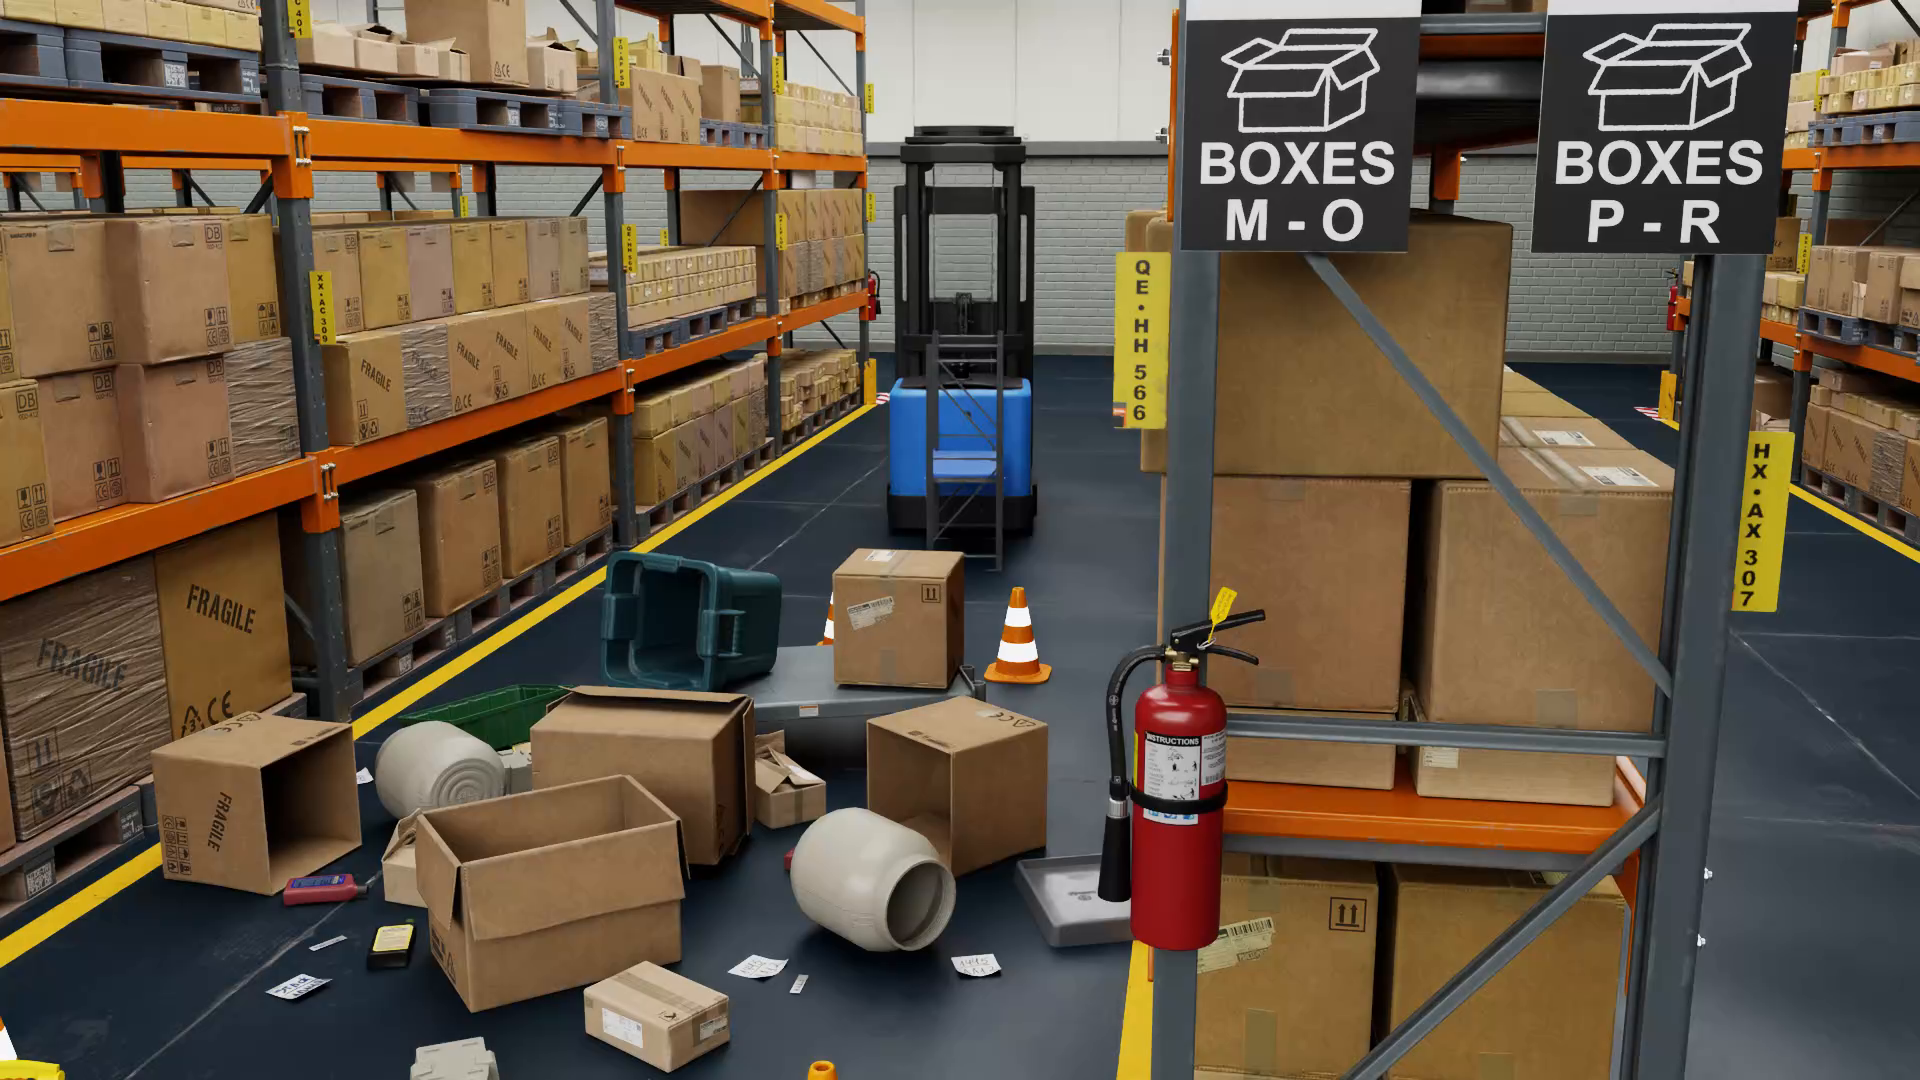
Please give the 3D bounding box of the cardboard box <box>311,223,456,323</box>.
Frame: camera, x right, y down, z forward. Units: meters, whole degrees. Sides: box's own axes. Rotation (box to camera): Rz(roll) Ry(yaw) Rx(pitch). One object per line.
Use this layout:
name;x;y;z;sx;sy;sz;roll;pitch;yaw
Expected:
cardboard box;-3.184;-1.451;8.997;0.700;0.500;0.500;2;12;9

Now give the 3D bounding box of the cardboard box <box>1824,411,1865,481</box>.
cardboard box;7.264;-0.743;13.256;0.500;0.500;0.500;2;12;8

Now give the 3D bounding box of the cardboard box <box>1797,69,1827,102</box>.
cardboard box;7.472;-3.859;14.125;0.500;0.250;0.500;2;12;9

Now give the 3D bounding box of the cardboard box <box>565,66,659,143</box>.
cardboard box;-2.444;-3.056;11.696;0.500;0.500;0.500;2;12;9

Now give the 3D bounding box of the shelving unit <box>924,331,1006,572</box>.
shelving unit;0.043;-0.632;11.368;0.538;1.500;1.048;0;12;1

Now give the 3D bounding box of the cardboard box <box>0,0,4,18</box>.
cardboard box;-3.384;-1.792;5.429;0.380;0.149;0.250;2;12;8

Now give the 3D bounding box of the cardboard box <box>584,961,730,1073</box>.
cardboard box;-0.913;1.430;5.007;0.380;0.149;0.250;10;15;38

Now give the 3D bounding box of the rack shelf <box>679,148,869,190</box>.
rack shelf;-1.872;-3.794;17.067;1.077;0.370;4.000;2;12;9

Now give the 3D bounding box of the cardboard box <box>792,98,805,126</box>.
cardboard box;-1.787;-4.097;15.932;0.500;0.250;0.500;2;12;8

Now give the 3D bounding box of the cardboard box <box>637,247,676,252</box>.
cardboard box;-2.731;-2.511;14.713;0.380;0.149;0.250;2;12;10

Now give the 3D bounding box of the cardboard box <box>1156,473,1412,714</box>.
cardboard box;0.693;0.058;3.661;0.500;0.500;0.500;2;12;8

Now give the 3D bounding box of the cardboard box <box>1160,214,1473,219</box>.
cardboard box;0.830;-0.527;4.004;0.700;0.500;0.500;2;12;9

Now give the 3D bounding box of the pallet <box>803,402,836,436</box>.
pallet;-1.926;-1.296;17.505;1.003;0.211;1.213;2;12;9

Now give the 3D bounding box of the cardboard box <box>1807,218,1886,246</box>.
cardboard box;8.125;-2.704;15.290;0.500;0.500;0.500;2;12;7

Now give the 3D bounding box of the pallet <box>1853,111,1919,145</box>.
pallet;7.307;-2.989;12.068;1.213;0.211;1.003;2;12;9

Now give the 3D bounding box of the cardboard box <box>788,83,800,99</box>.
cardboard box;-1.753;-4.310;15.978;0.380;0.149;0.250;2;12;7

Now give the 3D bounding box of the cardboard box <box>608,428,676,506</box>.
cardboard box;-2.434;-0.553;12.375;0.500;0.500;0.500;1;12;6

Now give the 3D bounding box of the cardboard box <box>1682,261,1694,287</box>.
cardboard box;7.912;-2.783;17.436;0.500;0.250;0.500;2;12;9

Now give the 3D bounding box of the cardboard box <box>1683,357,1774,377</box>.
cardboard box;8.060;-1.657;17.492;0.797;0.503;0.637;1;12;6

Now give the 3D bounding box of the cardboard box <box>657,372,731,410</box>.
cardboard box;-2.203;-1.233;13.750;0.500;0.250;0.500;1;12;6

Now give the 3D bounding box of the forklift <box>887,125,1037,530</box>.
forklift;0.040;-1.762;13.212;1.130;2.935;3.031;0;12;1

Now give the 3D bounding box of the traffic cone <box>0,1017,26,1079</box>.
traffic cone;-2.540;1.410;4.351;0.336;0.463;0.334;2;12;9

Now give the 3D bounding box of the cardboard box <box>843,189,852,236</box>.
cardboard box;-1.467;-3.570;18.123;0.500;0.500;0.500;1;12;7

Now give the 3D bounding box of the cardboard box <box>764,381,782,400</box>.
cardboard box;-1.922;-1.431;15.870;0.380;0.149;0.250;2;12;11

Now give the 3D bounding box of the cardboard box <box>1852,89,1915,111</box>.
cardboard box;7.054;-3.354;12.677;0.380;0.149;0.250;2;12;9

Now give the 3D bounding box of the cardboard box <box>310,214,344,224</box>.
cardboard box;-6.655;-3.077;17.022;0.500;0.500;0.500;2;12;9

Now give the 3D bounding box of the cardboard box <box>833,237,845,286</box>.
cardboard box;-1.532;-2.975;17.736;0.500;0.500;0.500;2;12;9

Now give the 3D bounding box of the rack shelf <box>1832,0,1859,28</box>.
rack shelf;7.325;-3.933;11.540;1.077;0.370;4.000;2;12;9

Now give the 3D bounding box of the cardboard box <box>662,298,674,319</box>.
cardboard box;-2.404;-1.768;12.676;0.380;0.149;0.250;2;12;11

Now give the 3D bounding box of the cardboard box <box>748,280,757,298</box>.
cardboard box;-2.045;-2.257;14.944;0.380;0.149;0.250;2;12;7

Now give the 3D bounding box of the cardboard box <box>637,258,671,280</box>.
cardboard box;-2.410;-2.056;12.600;0.380;0.149;0.250;1;12;6

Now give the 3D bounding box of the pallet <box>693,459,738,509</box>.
pallet;-2.483;-0.483;13.735;1.003;0.211;1.213;2;12;9

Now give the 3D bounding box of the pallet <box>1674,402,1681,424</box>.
pallet;8.114;-1.251;17.300;1.003;0.211;1.213;2;12;9

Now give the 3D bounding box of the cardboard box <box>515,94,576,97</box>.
cardboard box;-2.669;-2.905;10.554;0.380;0.166;0.250;2;12;9

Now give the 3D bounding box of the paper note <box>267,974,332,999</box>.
paper note;-2.112;1.424;5.316;0.144;0.017;0.142;7;14;28

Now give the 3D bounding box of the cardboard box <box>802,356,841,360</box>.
cardboard box;-1.507;-1.920;18.139;0.380;0.149;0.250;1;12;6

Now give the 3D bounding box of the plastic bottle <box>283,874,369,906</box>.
plastic bottle;-2.280;1.260;6.004;0.283;0.061;0.133;-2;12;-11

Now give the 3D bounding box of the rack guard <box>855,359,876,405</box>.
rack guard;-1.576;-1.858;19.429;1.175;0.500;0.348;2;12;9

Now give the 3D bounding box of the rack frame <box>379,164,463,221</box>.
rack frame;-6.449;-3.278;20.082;1.000;3.000;0.127;2;12;9

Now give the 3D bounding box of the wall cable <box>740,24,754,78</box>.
wall cable;-2.174;-8.848;24.055;2.277;5.999;0.120;2;12;9

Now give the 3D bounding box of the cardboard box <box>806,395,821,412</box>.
cardboard box;-1.646;-1.412;17.194;0.380;0.149;0.250;2;12;7

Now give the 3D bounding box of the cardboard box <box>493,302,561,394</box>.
cardboard box;-2.753;-1.169;10.061;0.500;0.500;0.500;2;12;8

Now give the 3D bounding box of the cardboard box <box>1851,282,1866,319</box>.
cardboard box;7.040;-1.827;12.671;0.396;0.266;0.258;2;12;11

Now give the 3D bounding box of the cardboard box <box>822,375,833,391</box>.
cardboard box;-1.566;-1.665;17.662;0.380;0.149;0.250;3;12;11

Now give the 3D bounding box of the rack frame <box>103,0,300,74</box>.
rack frame;-3.410;-3.531;7.015;1.000;3.000;0.127;2;12;9

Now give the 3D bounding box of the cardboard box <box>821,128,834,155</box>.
cardboard box;-1.596;-4.065;16.972;0.500;0.250;0.500;2;12;11

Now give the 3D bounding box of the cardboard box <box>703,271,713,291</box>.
cardboard box;-2.244;-2.127;13.638;0.380;0.149;0.250;2;12;9

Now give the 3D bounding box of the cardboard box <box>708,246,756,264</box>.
cardboard box;-2.048;-2.547;14.877;0.380;0.149;0.250;2;12;11

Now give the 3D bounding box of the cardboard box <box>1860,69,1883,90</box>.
cardboard box;7.088;-3.495;12.628;0.380;0.149;0.250;2;12;8

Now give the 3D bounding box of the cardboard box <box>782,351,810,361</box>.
cardboard box;-1.904;-2.039;18.693;0.380;0.149;0.250;2;12;10

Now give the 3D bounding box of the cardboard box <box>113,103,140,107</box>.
cardboard box;-7.387;-3.760;13.960;0.797;0.503;0.637;2;12;8

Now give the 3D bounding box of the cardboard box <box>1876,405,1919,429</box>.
cardboard box;7.176;-0.924;12.559;0.380;0.149;0.250;2;12;11

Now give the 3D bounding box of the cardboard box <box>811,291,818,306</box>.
cardboard box;-1.658;-2.464;16.905;0.380;0.149;0.250;2;12;11

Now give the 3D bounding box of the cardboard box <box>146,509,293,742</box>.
cardboard box;-3.575;0.364;7.230;0.875;0.875;0.875;2;12;10

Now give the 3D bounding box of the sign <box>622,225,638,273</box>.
sign;-2.245;-1.979;11.309;0.100;0.325;0.005;2;12;9
